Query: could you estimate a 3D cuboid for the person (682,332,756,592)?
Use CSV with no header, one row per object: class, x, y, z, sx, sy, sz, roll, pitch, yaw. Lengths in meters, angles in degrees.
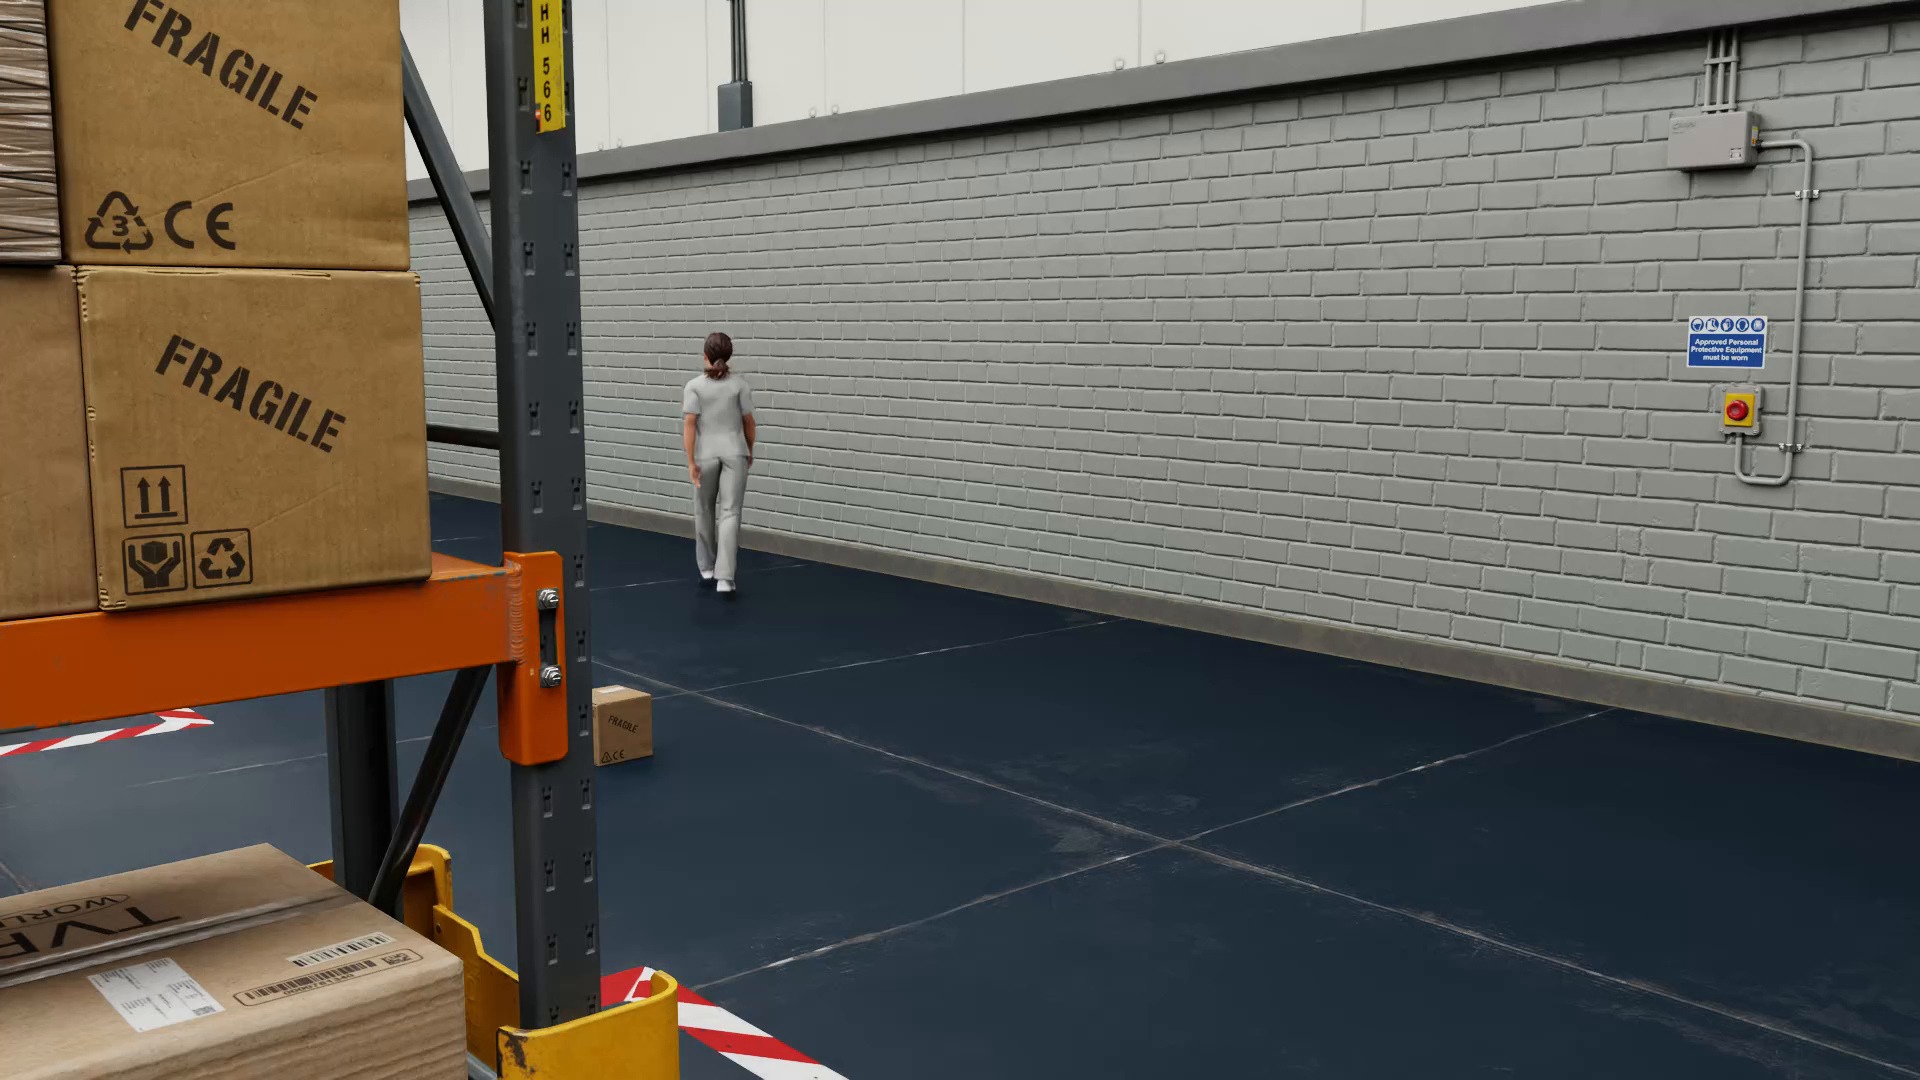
person,-1.529,-0.518,10.670,0.446,1.620,0.937,0,7,-3
